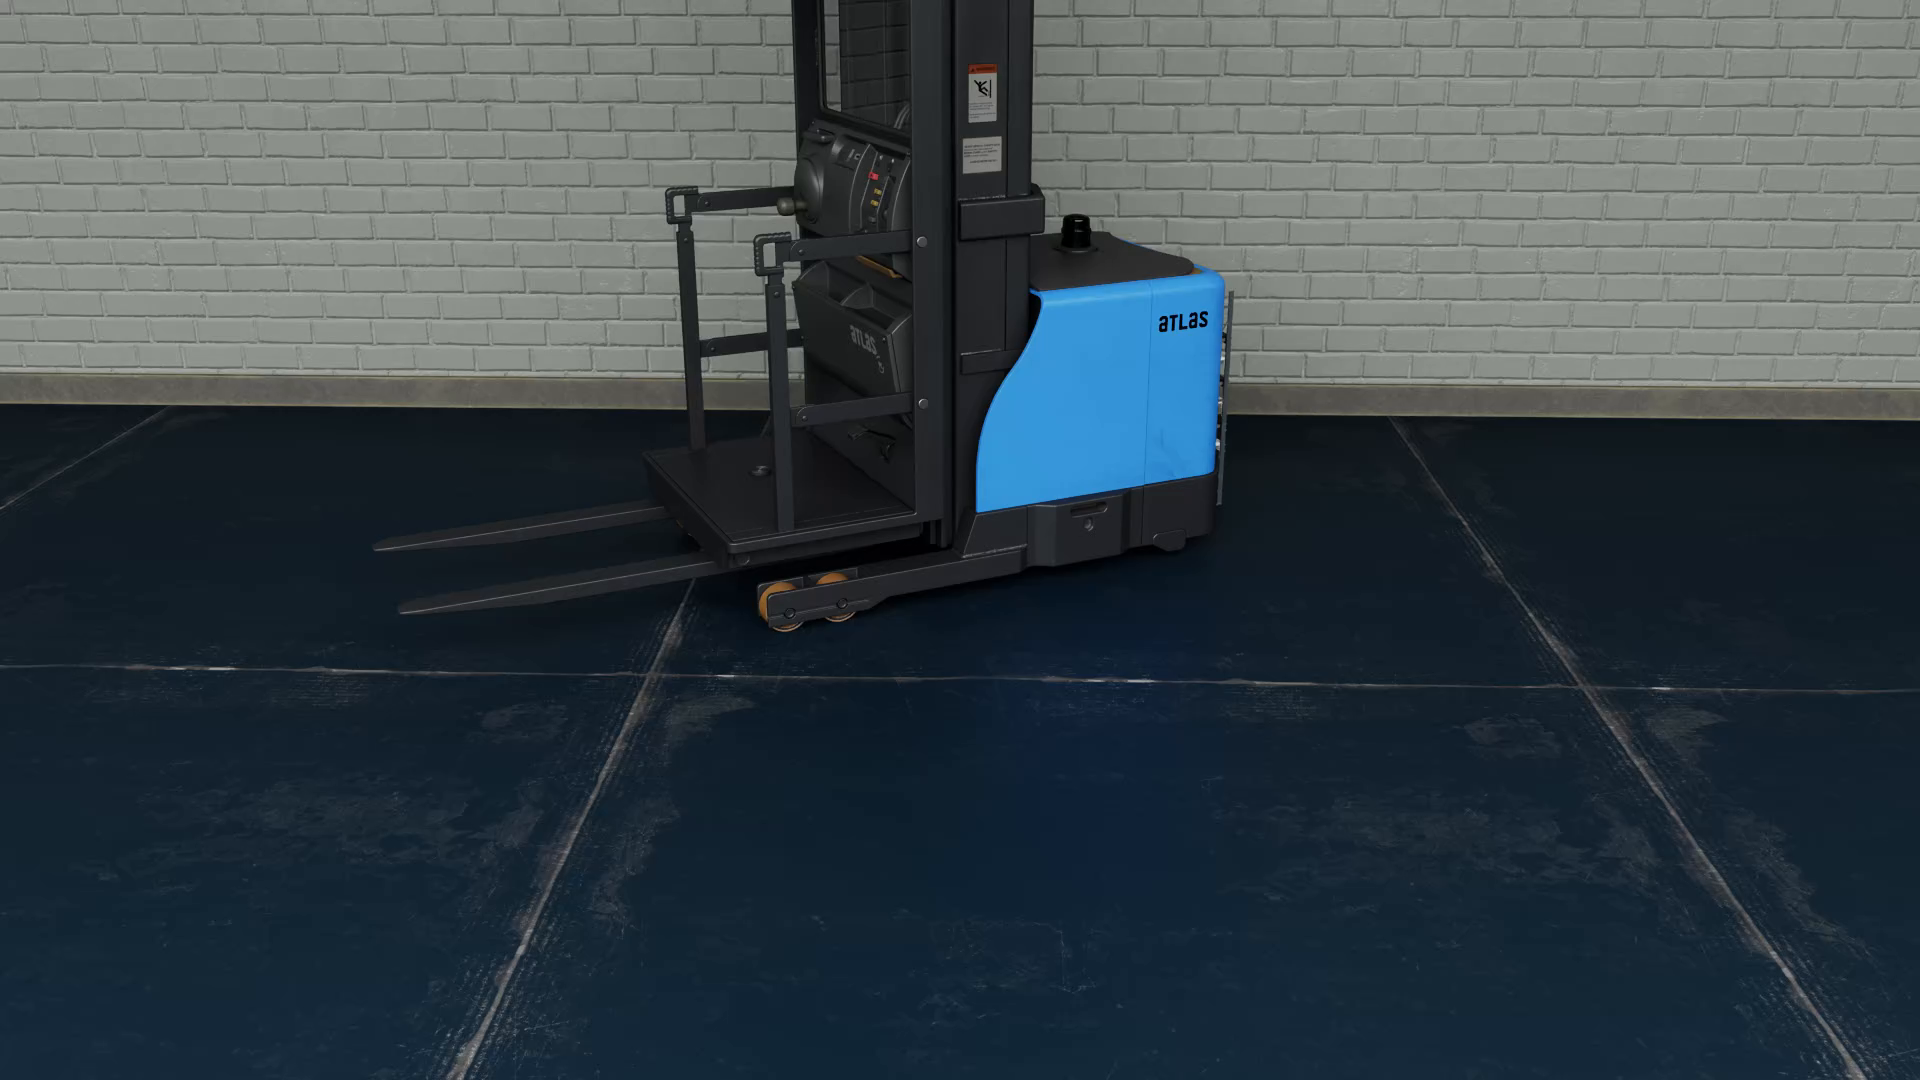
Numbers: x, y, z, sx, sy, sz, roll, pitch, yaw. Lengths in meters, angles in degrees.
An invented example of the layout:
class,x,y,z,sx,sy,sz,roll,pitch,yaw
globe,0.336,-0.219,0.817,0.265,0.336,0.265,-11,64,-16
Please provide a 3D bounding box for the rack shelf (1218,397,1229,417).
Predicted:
class,x,y,z,sx,sy,sz,roll,pitch,yaw
rack shelf,0.932,-0.551,6.797,0.258,0.077,0.200,-10,23,-24

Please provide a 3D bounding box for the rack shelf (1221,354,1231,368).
class,x,y,z,sx,sy,sz,roll,pitch,yaw
rack shelf,0.932,-0.719,6.732,0.258,0.077,0.200,-10,23,-24

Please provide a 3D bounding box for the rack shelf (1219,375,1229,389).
class,x,y,z,sx,sy,sz,roll,pitch,yaw
rack shelf,0.932,-0.635,6.764,0.258,0.077,0.200,-10,23,-24

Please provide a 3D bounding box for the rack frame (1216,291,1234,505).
class,x,y,z,sx,sy,sz,roll,pitch,yaw
rack frame,0.976,-0.549,6.699,0.240,0.900,0.006,-10,23,-24

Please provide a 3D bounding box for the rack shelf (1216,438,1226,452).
class,x,y,z,sx,sy,sz,roll,pitch,yaw
rack shelf,0.932,-0.383,6.862,0.258,0.077,0.200,-10,23,-24

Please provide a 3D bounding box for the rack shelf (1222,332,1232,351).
class,x,y,z,sx,sy,sz,roll,pitch,yaw
rack shelf,0.932,-0.803,6.699,0.258,0.077,0.200,-10,23,-24

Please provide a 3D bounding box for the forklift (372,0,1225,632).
class,x,y,z,sx,sy,sz,roll,pitch,yaw
forklift,-0.567,-1.269,5.746,3.031,2.935,1.130,-10,23,-24

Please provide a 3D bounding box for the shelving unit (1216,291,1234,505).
class,x,y,z,sx,sy,sz,roll,pitch,yaw
shelving unit,0.932,-0.582,6.785,0.258,0.900,0.210,-10,23,-24

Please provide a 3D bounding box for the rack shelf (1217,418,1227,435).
class,x,y,z,sx,sy,sz,roll,pitch,yaw
rack shelf,0.932,-0.467,6.829,0.258,0.077,0.200,-10,23,-24
